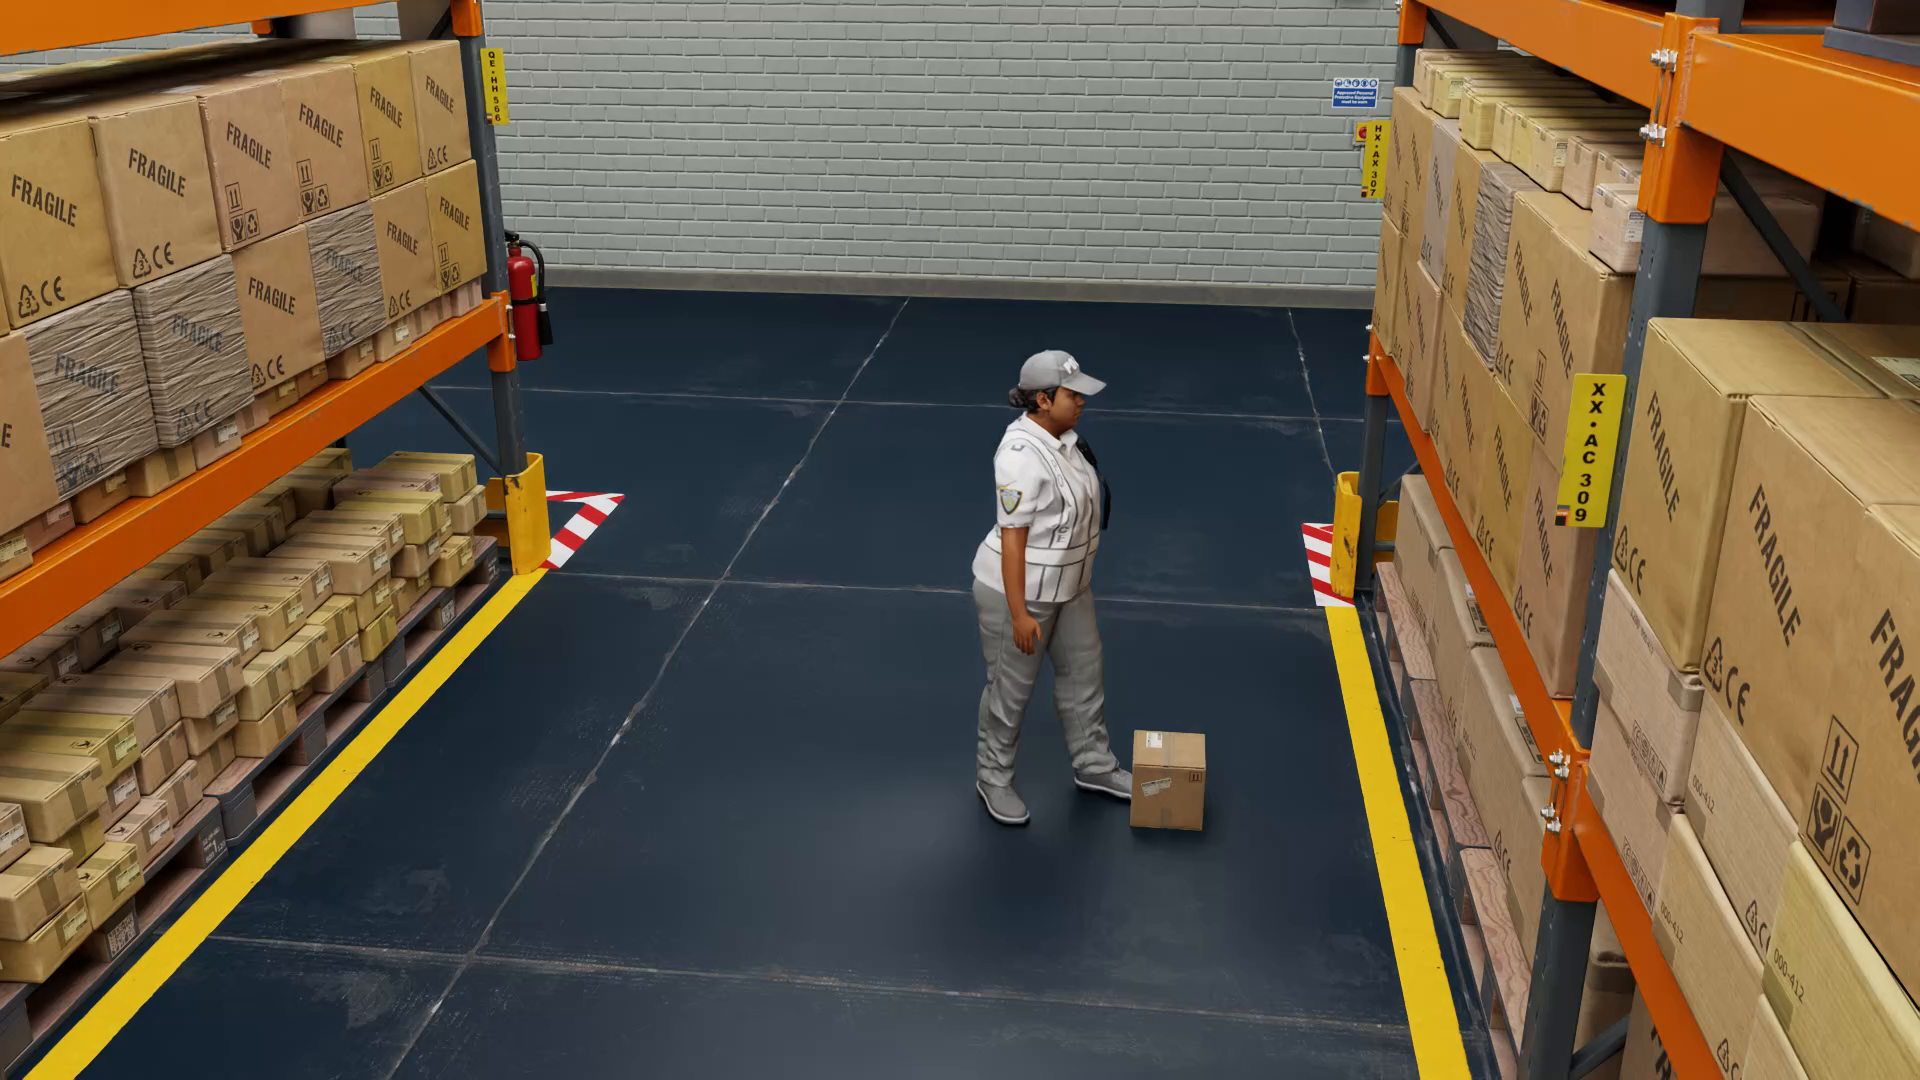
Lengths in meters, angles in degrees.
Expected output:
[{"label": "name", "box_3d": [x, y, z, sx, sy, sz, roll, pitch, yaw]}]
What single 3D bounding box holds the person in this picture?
[{"label": "person", "box_3d": [0.338, 0.175, 5.615, 0.586, 1.654, 0.537, 12, 24, 27]}]
